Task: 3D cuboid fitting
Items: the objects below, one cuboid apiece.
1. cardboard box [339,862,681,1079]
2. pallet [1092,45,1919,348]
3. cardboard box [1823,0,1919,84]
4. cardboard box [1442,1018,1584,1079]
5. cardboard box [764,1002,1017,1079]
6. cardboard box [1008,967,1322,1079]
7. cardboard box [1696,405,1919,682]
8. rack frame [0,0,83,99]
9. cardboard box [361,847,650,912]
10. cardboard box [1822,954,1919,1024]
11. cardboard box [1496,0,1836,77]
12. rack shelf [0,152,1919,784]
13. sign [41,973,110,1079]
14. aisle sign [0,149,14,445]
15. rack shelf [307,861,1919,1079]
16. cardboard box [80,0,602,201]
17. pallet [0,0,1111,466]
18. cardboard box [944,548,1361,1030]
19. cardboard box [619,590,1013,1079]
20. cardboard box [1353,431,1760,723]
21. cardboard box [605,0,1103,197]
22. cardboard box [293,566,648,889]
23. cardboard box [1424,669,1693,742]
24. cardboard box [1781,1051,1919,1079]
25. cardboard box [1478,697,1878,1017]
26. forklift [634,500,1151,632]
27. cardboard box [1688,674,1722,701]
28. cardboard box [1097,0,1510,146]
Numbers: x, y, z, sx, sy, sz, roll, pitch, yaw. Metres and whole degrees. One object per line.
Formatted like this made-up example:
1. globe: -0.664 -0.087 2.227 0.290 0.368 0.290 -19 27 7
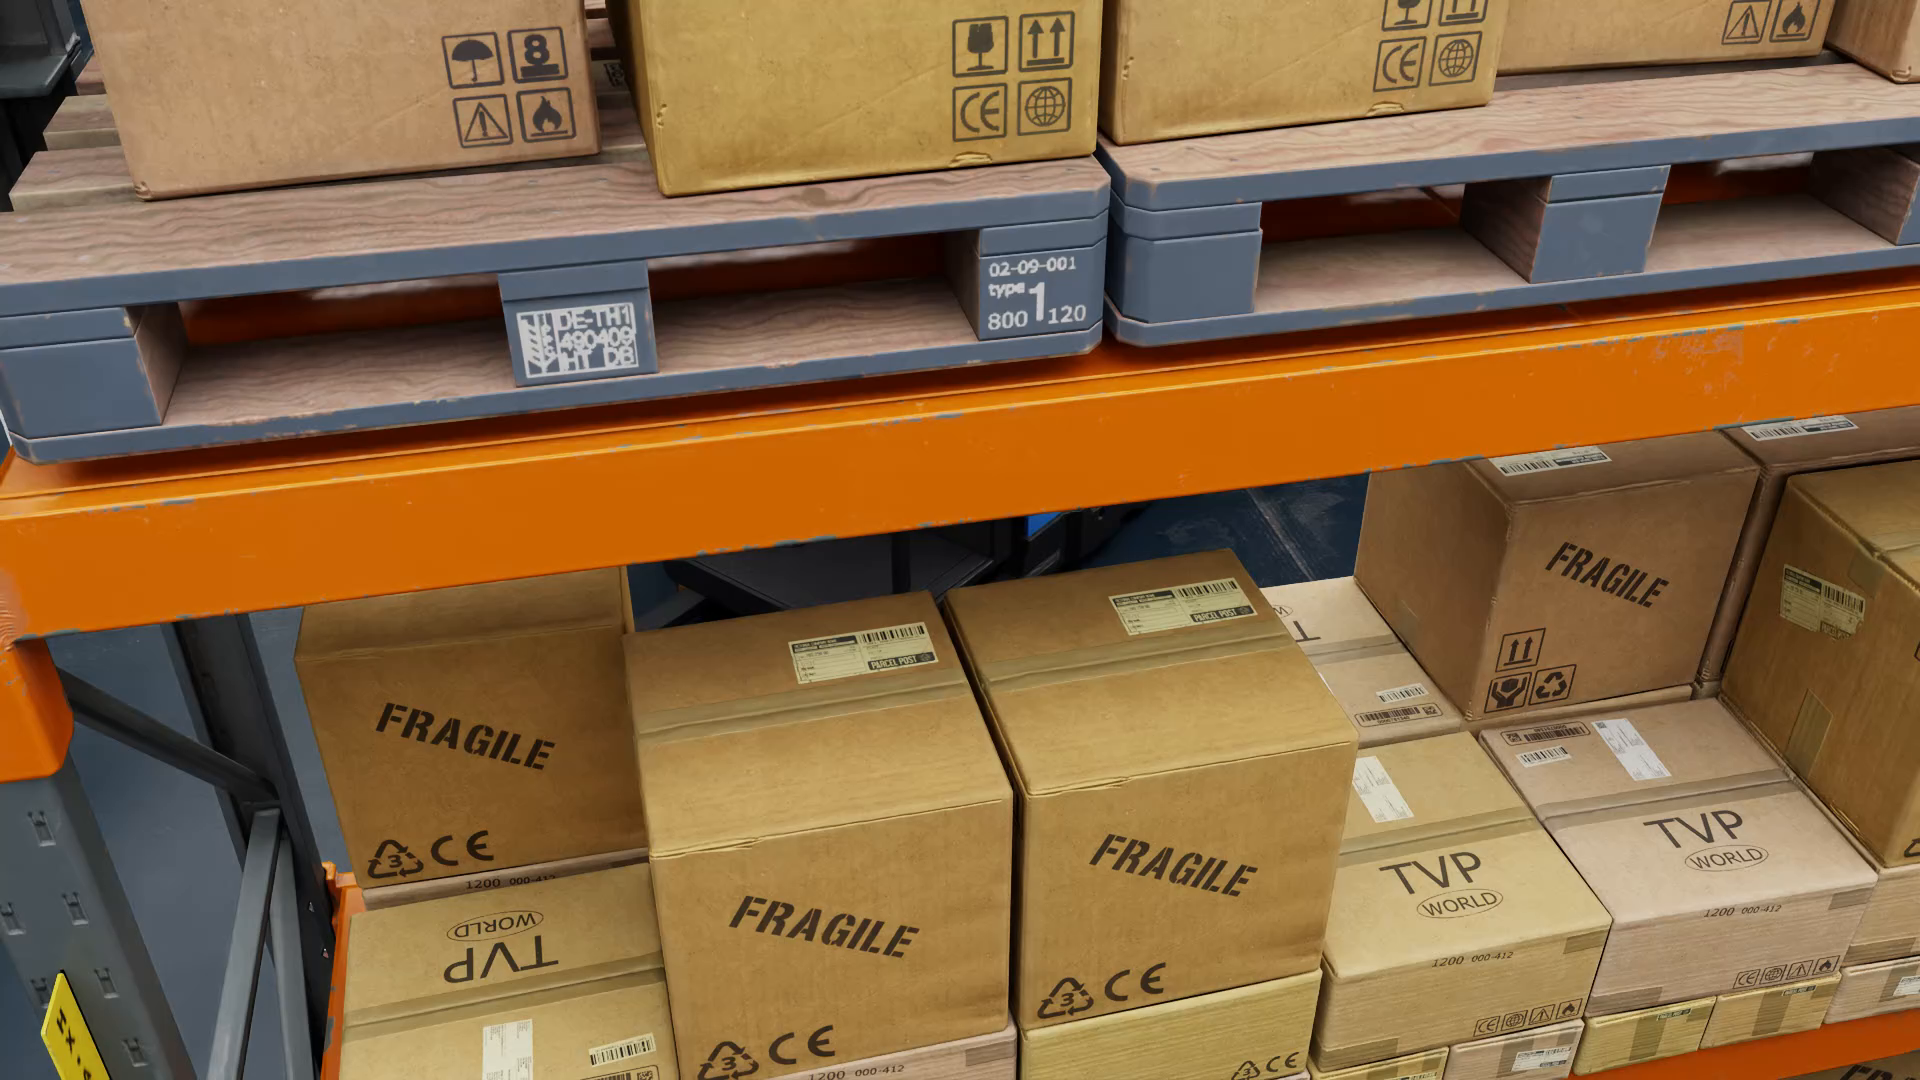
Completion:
1. cardboard box: -0.716 0.825 2.696 0.500 0.250 0.500 -8 35 -12
2. pallet: 0.670 -0.659 2.428 1.213 0.211 1.003 -7 35 -11
3. cardboard box: 1.382 -1.004 2.305 0.500 0.500 0.700 -5 34 -8
4. cardboard box: 0.931 0.816 3.068 0.250 0.149 0.380 -7 34 -10
5. cardboard box: -0.210 0.758 2.797 0.500 0.250 0.500 -8 35 -11
6. cardboard box: 0.280 0.698 2.886 0.500 0.250 0.500 -8 35 -12
7. cardboard box: 1.652 -0.089 3.386 0.500 0.500 0.500 -7 35 -11
8. rack frame: -1.244 -1.692 1.196 0.127 3.000 1.000 -7 35 -11
9. cardboard box: -0.830 0.534 3.131 0.500 0.250 0.500 -8 35 -11
10. cardboard box: 1.680 0.722 3.208 0.250 0.149 0.380 -7 34 -10
11. cardboard box: 0.841 -1.016 2.325 0.500 0.500 0.700 -6 34 -8
12. rack shelf: 0.707 -0.394 2.599 4.000 0.370 1.077 -7 35 -11
13. sign: -1.127 0.709 2.154 0.005 0.325 0.100 -7 35 -11
14. aisle sign: -1.380 -0.435 2.373 0.004 0.787 0.394 -7 35 -11
15. rack shelf: 0.707 0.851 3.435 4.000 0.370 1.077 -7 35 -11
16. cardboard box: -0.748 -0.797 1.998 0.500 0.500 0.700 -9 35 -13
17. pallet: -0.522 -0.507 2.201 1.213 0.211 1.003 -7 35 -11
18. cardboard box: 0.276 0.385 2.679 0.500 0.500 0.500 -8 35 -12
19. cardboard box: -0.228 0.452 2.579 0.500 0.500 0.500 -8 35 -12
20. cardboard box: 1.146 -0.023 3.287 0.500 0.500 0.500 -8 35 -12
21. cardboard box: -0.173 -0.801 2.004 0.500 0.500 0.700 -8 35 -12
22. cardboard box: -0.827 0.223 2.920 0.500 0.500 0.500 -7 34 -10
23. cardboard box: 1.151 0.286 3.499 0.500 0.250 0.500 -6 34 -9
24. cardboard box: 1.996 1.052 4.020 0.875 0.875 0.875 -7 35 -11
25. cardboard box: 1.283 0.570 3.076 0.500 0.250 0.500 -7 34 -10
26. forklift: -0.429 -0.940 5.521 1.130 2.935 3.031 23 40 30
27. cardboard box: 1.655 0.219 3.599 0.500 0.250 0.500 -7 35 -11
28. cardboard box: 0.321 -0.891 2.138 0.500 0.500 0.700 -9 35 -14
